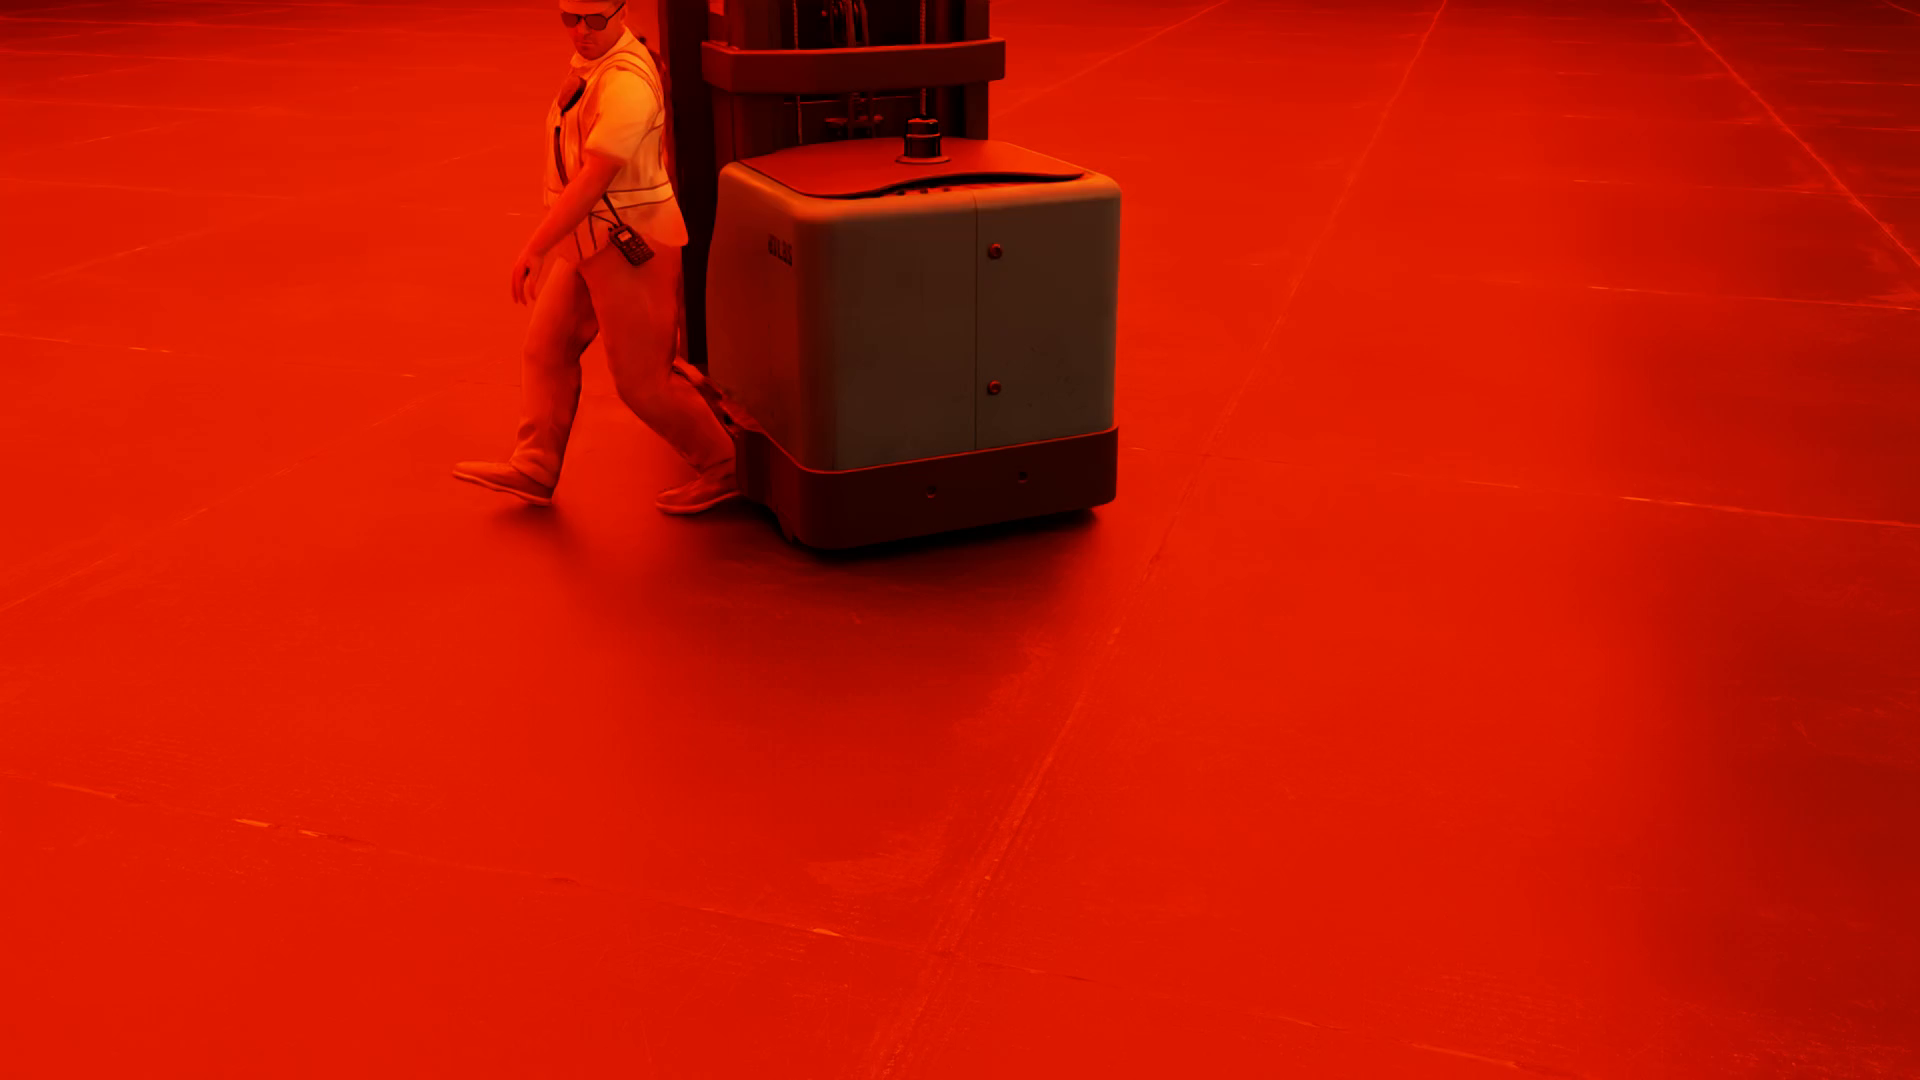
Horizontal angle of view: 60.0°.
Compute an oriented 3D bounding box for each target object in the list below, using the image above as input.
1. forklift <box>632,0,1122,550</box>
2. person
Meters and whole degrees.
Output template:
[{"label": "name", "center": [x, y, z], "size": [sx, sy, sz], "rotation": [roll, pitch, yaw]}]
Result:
[{"label": "forklift", "center": [-0.572, -1.855, 5.773], "size": [1.130, 2.935, 3.031], "rotation": [-10, 24, -22]}, {"label": "person", "center": [-1.142, -0.886, 5.068], "size": [0.894, 1.693, 0.705], "rotation": [-11, 25, -25]}]
